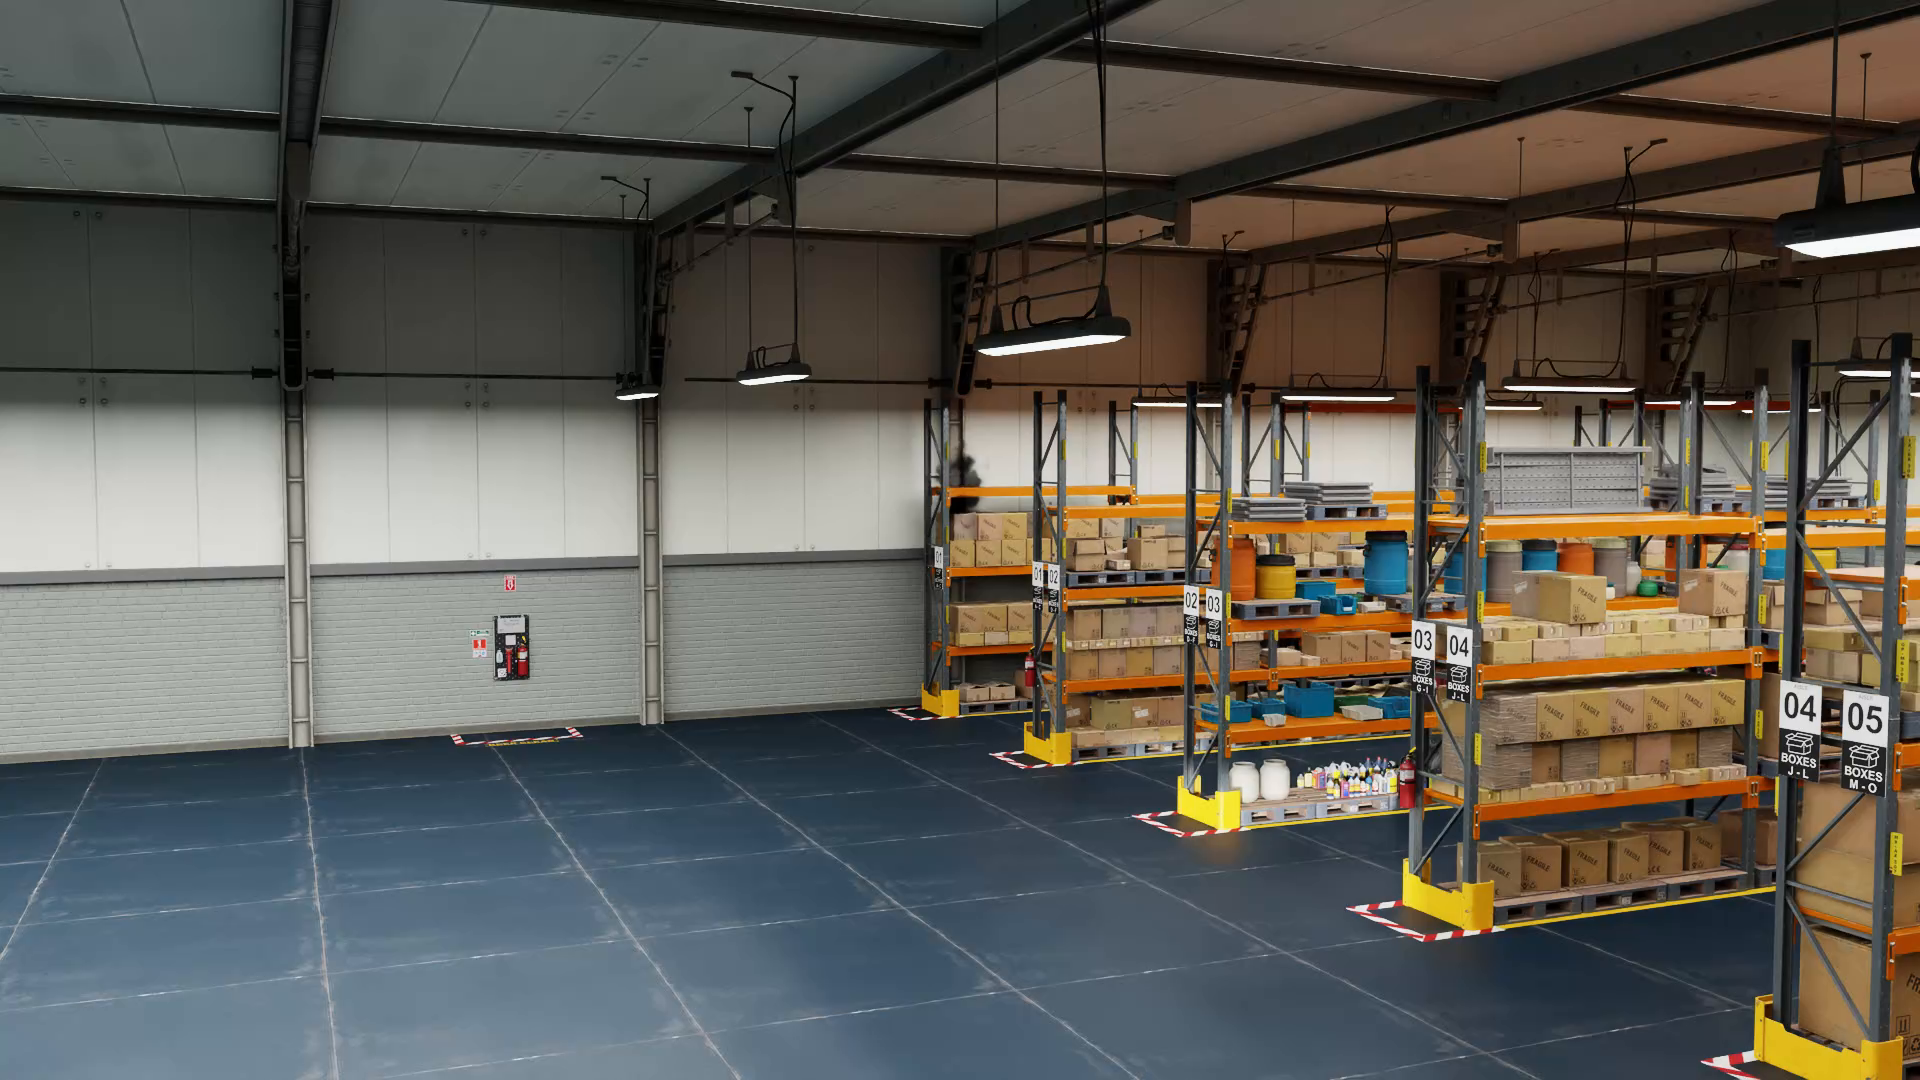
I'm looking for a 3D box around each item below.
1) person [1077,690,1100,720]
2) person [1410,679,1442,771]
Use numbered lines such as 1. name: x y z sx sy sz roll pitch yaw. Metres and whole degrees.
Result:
1. person: 2.207 2.639 29.452 0.580 1.585 0.592 -2 4 -30
2. person: 7.239 2.755 26.040 0.575 1.743 0.686 -1 4 -20
